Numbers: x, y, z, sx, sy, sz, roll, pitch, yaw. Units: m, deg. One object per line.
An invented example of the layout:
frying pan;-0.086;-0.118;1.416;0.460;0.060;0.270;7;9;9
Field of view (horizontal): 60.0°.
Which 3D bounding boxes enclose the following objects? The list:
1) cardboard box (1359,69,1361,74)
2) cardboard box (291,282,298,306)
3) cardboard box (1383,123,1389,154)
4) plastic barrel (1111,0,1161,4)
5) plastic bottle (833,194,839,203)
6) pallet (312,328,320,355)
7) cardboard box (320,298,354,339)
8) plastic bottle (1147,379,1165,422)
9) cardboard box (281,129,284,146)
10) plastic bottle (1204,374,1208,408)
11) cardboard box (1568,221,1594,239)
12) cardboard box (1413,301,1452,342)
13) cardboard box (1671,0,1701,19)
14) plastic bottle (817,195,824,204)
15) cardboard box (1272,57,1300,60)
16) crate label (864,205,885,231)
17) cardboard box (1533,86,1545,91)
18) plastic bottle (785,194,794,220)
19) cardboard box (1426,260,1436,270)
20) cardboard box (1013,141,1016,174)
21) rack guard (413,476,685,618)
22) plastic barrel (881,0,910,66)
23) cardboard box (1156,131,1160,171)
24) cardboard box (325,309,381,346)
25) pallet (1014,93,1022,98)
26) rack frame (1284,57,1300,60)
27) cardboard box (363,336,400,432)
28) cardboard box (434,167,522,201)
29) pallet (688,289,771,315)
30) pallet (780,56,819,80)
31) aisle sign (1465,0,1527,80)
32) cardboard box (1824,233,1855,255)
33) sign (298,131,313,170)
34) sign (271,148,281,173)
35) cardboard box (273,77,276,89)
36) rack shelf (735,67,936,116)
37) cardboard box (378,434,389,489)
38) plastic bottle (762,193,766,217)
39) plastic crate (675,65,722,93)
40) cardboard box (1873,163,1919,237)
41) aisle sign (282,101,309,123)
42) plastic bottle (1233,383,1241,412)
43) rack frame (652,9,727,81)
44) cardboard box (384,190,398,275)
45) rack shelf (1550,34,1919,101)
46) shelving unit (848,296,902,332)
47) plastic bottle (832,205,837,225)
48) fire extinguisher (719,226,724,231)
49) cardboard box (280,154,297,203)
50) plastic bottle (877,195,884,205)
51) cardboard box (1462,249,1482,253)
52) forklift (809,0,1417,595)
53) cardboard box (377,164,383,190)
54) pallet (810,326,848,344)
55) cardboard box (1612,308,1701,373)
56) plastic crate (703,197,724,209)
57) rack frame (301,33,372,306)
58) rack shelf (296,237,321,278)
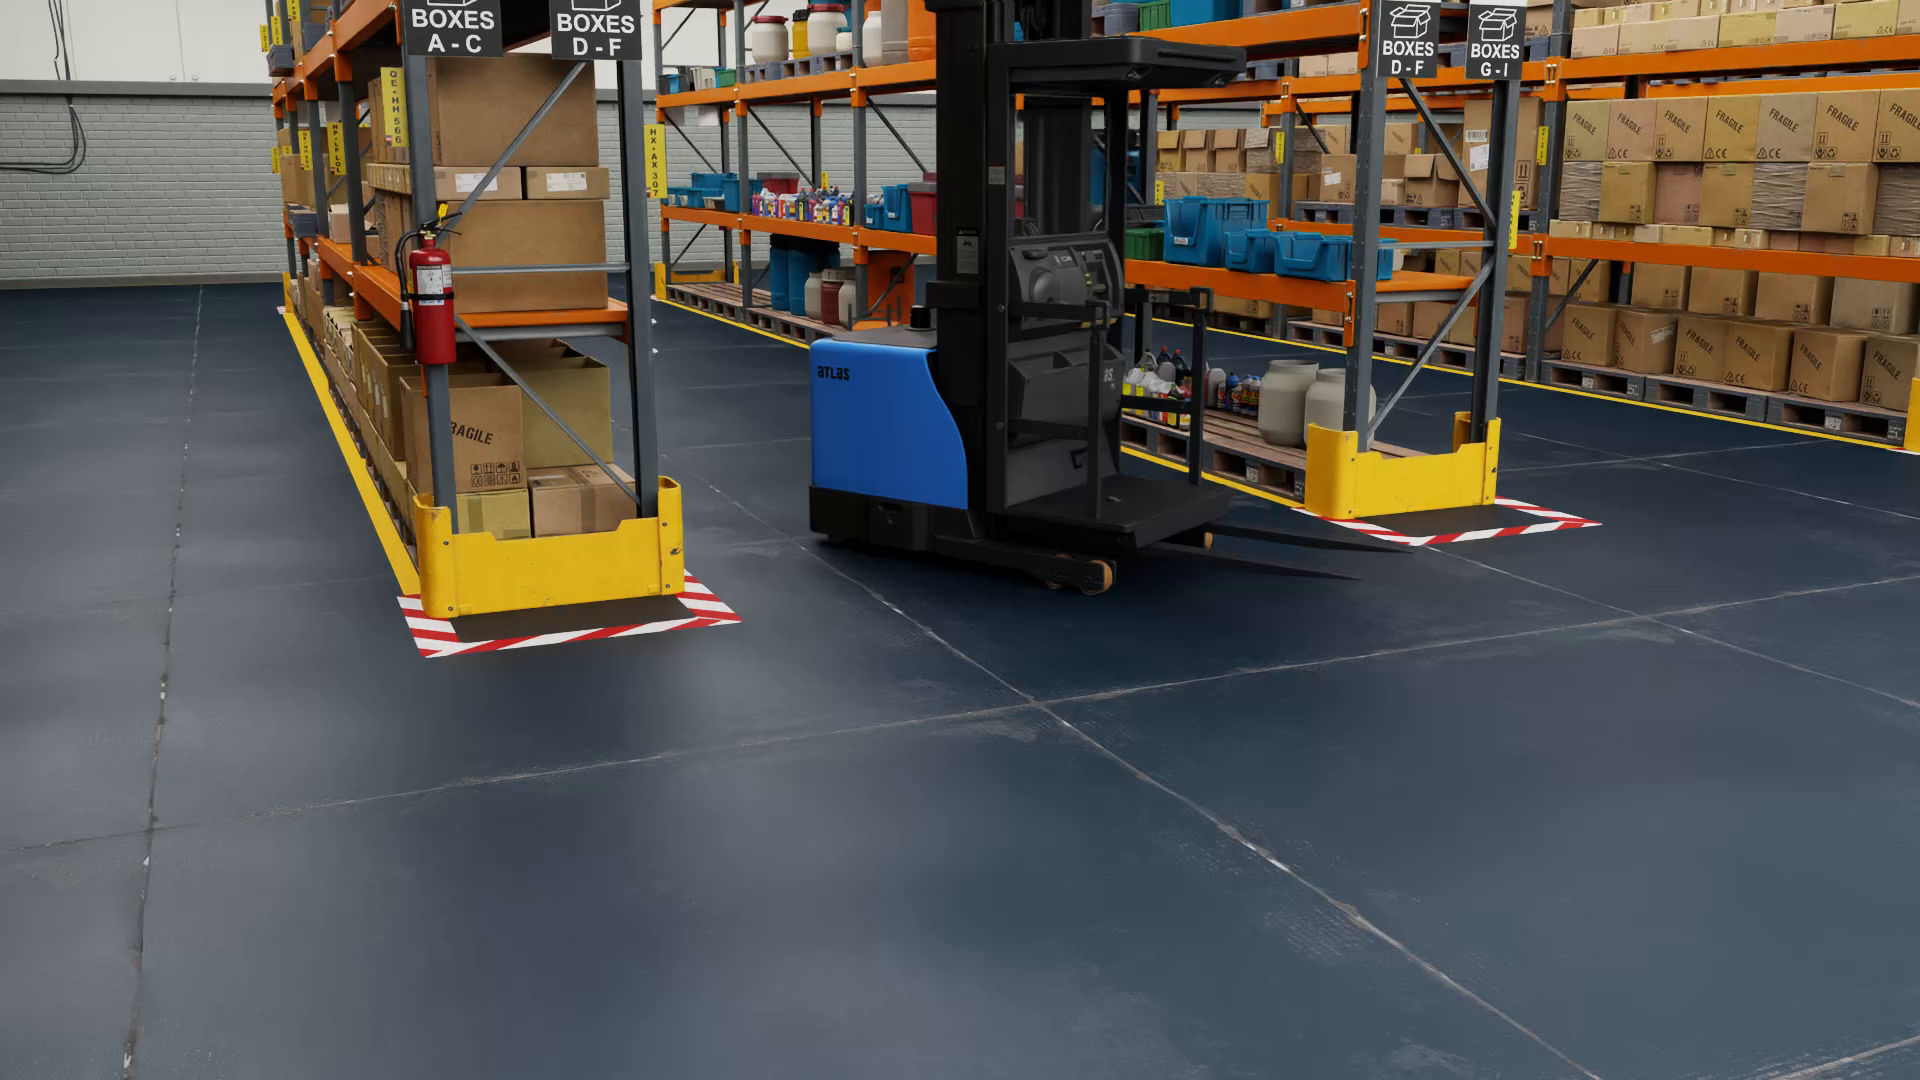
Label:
cardboard box;4.358;-4.806;16.663;0.500;0.250;0.500;-5;14;-22
cardboard box;-7.942;-3.038;20.467;0.500;0.250;0.500;-6;14;-23
cardboard box;6.318;-5.862;24.449;0.500;0.500;0.500;-6;14;-25
plastic barrel;1.348;-4.170;11.541;0.600;0.901;0.708;-6;14;-23
plastic bottle;-1.408;-3.791;18.881;0.097;0.271;0.097;0;13;0
pallet;-6.337;-2.158;17.728;1.003;0.211;1.213;-6;14;-23
cardboard box;-5.685;-2.024;15.529;0.500;0.500;0.500;-5;14;-21
plastic bottle;1.380;-0.959;11.428;0.152;0.276;0.135;-6;14;-25
cardboard box;-7.747;-4.612;19.707;0.500;0.500;0.500;-6;14;-23
plastic bottle;1.739;-1.109;12.059;0.061;0.283;0.133;-6;14;-23
cardboard box;5.484;-2.676;14.337;0.380;0.149;0.250;-6;14;-23
cardboard box;4.961;-2.264;16.567;0.700;0.500;0.500;-7;15;-28
cardboard box;5.856;-4.194;13.134;0.380;0.149;0.250;-6;14;-24
plastic bottle;-1.508;-3.577;17.933;0.061;0.283;0.133;-6;14;-23
cardboard box;3.672;-5.585;18.536;0.797;0.503;0.637;-5;14;-20
crate label;-0.730;-3.099;15.980;0.303;0.233;0.416;-6;14;-23
cardboard box;7.698;-5.987;21.212;0.500;0.500;0.500;-6;14;-23
plastic bottle;-1.858;-3.699;18.473;0.152;0.276;0.135;-6;14;-23
cardboard box;7.114;-4.067;24.522;0.380;0.149;0.250;-5;14;-20
cardboard box;0.923;-5.612;24.477;0.500;0.500;0.500;-6;14;-24
rack guard;-1.881;0.020;7.673;1.175;0.500;0.348;-6;14;-23
plastic barrel;-0.425;-4.818;15.271;0.600;0.901;0.600;0;13;0
cardboard box;2.644;-4.982;21.296;0.797;0.503;0.637;-6;14;-24
cardboard box;-4.937;-1.751;13.706;0.500;0.311;0.500;-6;14;-24
pallet;1.085;-6.668;24.572;1.003;0.211;1.213;-6;14;-23
rack frame;-4.098;-5.217;18.106;15.786;6.000;6.654;-6;14;-23
cardboard box;-3.194;-0.928;9.733;0.500;0.500;0.500;-6;14;-23
cardboard box;-2.219;-1.629;7.595;0.380;0.149;0.250;-6;14;-24
pallet;-2.980;-3.171;22.101;1.003;0.211;1.213;-6;14;-23
pallet;-1.297;-5.110;18.065;1.003;0.211;1.213;-6;14;-23
aisle sign;2.946;-2.927;9.099;0.394;0.787;0.004;-6;14;-23
cardboard box;6.551;-2.166;12.133;0.380;0.149;0.250;-6;14;-23
sign;-5.589;-3.330;14.212;0.100;0.325;0.005;-6;14;-23
sign;-8.797;-4.881;21.386;0.100;0.325;0.005;-6;14;-23
cardboard box;-8.139;-5.663;20.365;0.500;0.250;0.500;-6;14;-23
rack shelf;-1.357;-4.826;18.012;1.077;0.370;4.000;-6;14;-23
cardboard box;-2.988;-0.460;9.373;0.500;0.250;0.500;-6;14;-23
plastic bottle;-2.246;-3.881;19.273;0.097;0.271;0.097;0;13;0
plastic crate;-3.400;-6.045;21.823;0.504;0.338;0.767;-6;14;-23
cardboard box;6.992;-2.406;11.732;0.875;0.500;0.500;-6;14;-23
aisle sign;-8.596;-5.762;21.348;0.394;0.787;0.004;-6;14;-23
plastic bottle;1.991;-1.015;11.832;0.097;0.201;0.097;0;13;0
rack frame;-3.760;-7.877;22.949;1.000;3.000;0.127;-6;14;-23
cardboard box;-3.092;-1.878;10.110;0.700;0.500;0.500;-6;14;-24
rack shelf;6.386;-3.620;12.803;1.077;0.370;4.000;-6;14;-23
shelving unit;-0.481;-0.777;9.563;0.258;1.200;0.503;1;13;4
plastic bottle;-1.269;-3.343;17.104;0.097;0.201;0.097;0;13;0
fire extinguisher;-3.404;-4.807;23.988;0.296;0.674;0.183;-6;14;-23
cardboard box;-6.713;-3.817;17.556;0.700;0.500;0.500;-12;18;-42
plastic bottle;-0.854;-3.606;18.059;0.061;0.283;0.133;-6;14;-23
cardboard box;7.235;-4.069;22.746;0.500;0.250;0.500;-5;14;-21
forklift;1.060;-2.209;10.211;5.200;3.703;5.355;9;16;35
cardboard box;-3.251;-2.161;9.896;0.380;0.149;0.250;-6;14;-23
pallet;-0.909;-2.102;17.486;1.003;0.211;1.213;-6;14;-23
cardboard box;5.945;-1.706;14.199;0.500;0.500;0.500;-1;13;-5
plastic crate;-3.131;-4.362;21.514;0.293;0.136;0.466;-6;14;-23
rack frame;-5.095;-2.855;14.554;1.000;3.000;0.127;-6;14;-23
rack shelf;-5.897;-2.918;16.420;1.077;0.370;4.000;-6;14;-23
